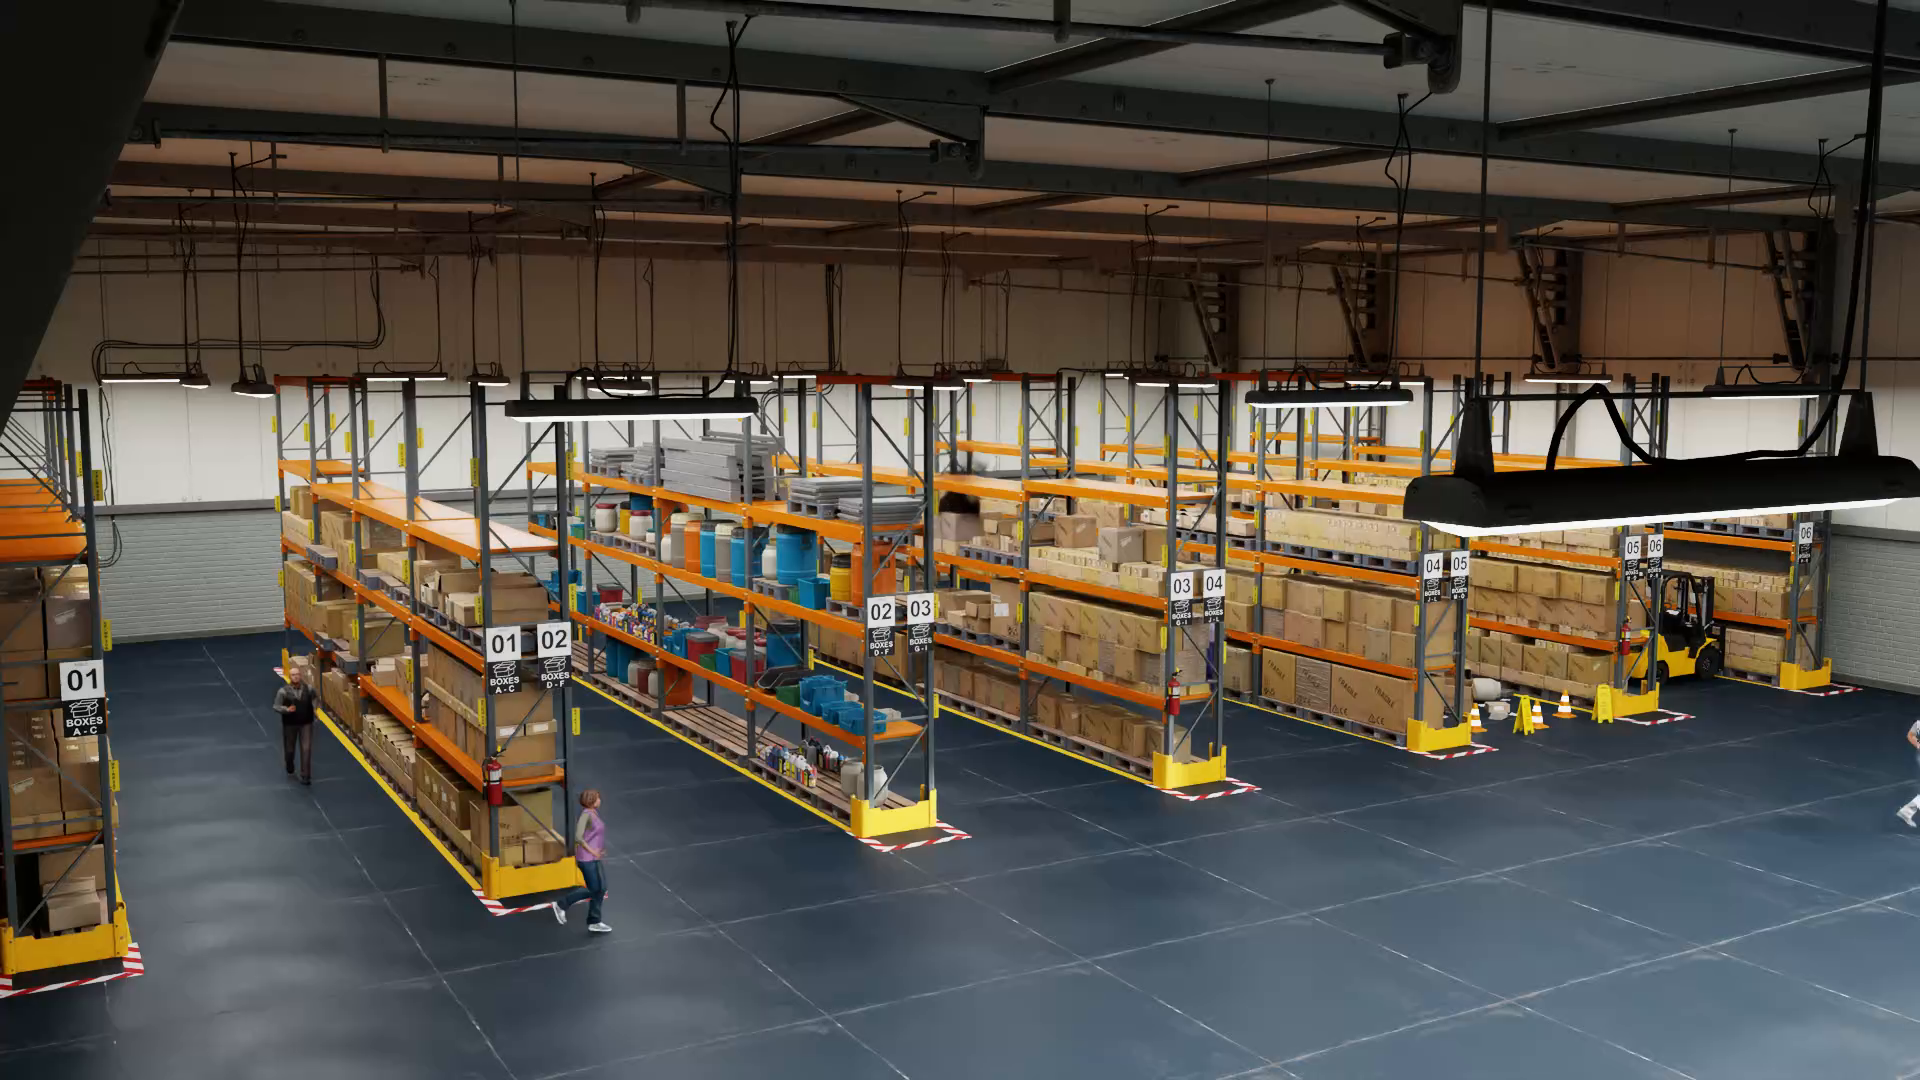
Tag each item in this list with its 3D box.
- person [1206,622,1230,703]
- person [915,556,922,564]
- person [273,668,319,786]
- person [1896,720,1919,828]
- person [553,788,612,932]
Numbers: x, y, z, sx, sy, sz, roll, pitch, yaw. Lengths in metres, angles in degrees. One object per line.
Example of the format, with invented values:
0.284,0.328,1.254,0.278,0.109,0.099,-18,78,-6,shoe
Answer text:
4.515,1.988,29.631,0.594,1.702,0.763,-4,8,-36,person
-1.020,1.229,38.701,0.730,1.783,0.948,-3,7,-28,person
-9.879,2.757,24.808,0.665,1.699,0.945,-3,7,-28,person
12.949,3.000,22.146,0.895,1.778,0.664,1,6,5,person
-4.184,3.558,18.512,0.649,1.537,0.591,0,6,-1,person
